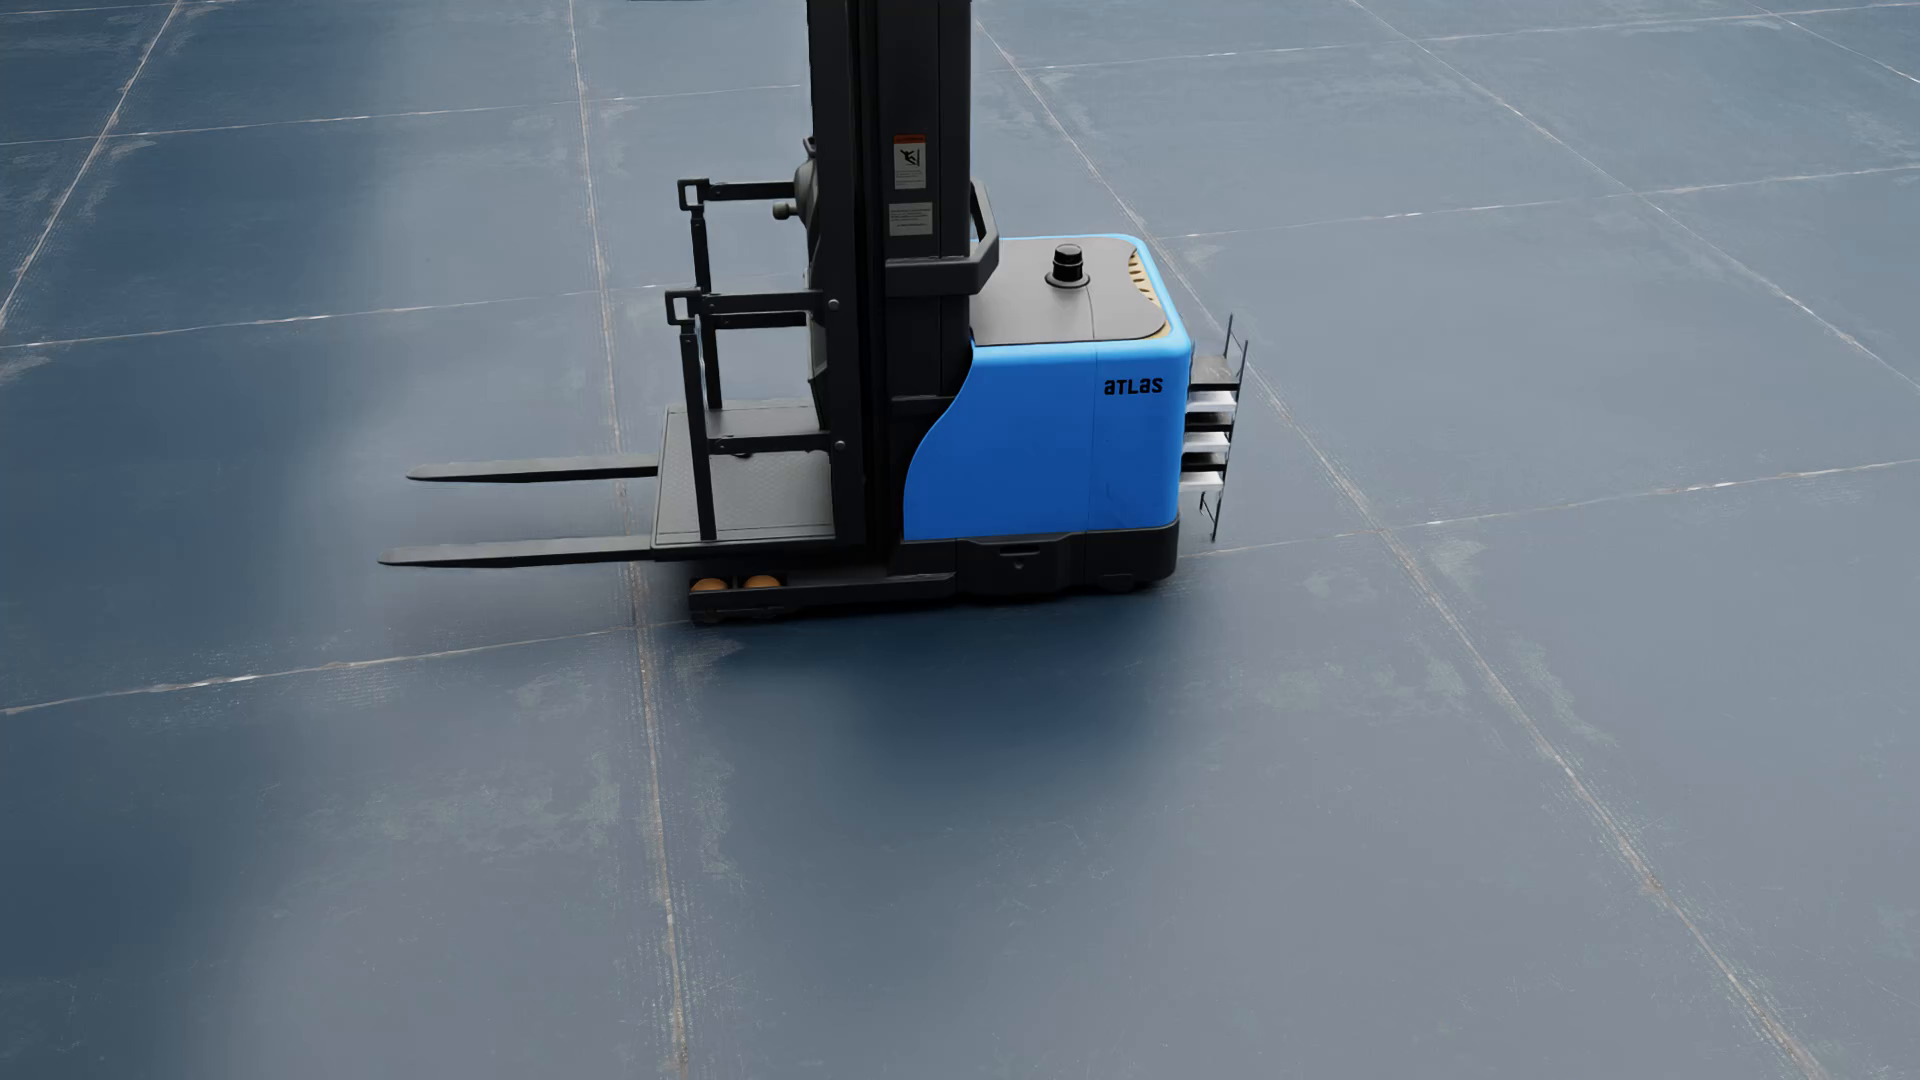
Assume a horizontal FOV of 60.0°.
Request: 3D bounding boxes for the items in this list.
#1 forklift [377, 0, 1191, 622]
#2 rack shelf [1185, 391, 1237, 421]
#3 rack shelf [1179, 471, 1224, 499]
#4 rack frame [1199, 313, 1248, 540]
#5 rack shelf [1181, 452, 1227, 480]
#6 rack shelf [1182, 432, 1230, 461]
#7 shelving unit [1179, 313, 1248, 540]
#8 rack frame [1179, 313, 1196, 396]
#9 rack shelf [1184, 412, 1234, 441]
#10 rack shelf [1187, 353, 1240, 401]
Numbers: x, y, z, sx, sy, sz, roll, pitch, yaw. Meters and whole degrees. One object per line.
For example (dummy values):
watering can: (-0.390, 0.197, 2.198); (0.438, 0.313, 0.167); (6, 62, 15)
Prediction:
forklift: (-0.709, -1.215, 5.930); (3.031, 2.935, 1.130); (-3, 34, -5)
rack shelf: (0.949, -0.560, 6.505); (0.200, 0.077, 0.258); (-1, 34, -8)
rack shelf: (0.929, -0.260, 6.703); (0.200, 0.077, 0.258); (-1, 34, -8)
rack frame: (1.042, -0.440, 6.599); (0.006, 0.900, 0.240); (-1, 34, -8)
rack shelf: (0.934, -0.335, 6.654); (0.200, 0.077, 0.258); (-1, 34, -8)
rack shelf: (0.939, -0.410, 6.604); (0.200, 0.077, 0.258); (-1, 34, -8)
shelving unit: (0.941, -0.438, 6.586); (0.210, 0.900, 0.258); (-1, 34, -8)
rack frame: (0.840, -0.436, 6.572); (0.006, 0.900, 0.240); (-1, 34, -8)
rack shelf: (0.944, -0.485, 6.555); (0.200, 0.077, 0.258); (-1, 34, -8)
rack shelf: (0.954, -0.635, 6.455); (0.200, 0.077, 0.258); (-1, 34, -8)
